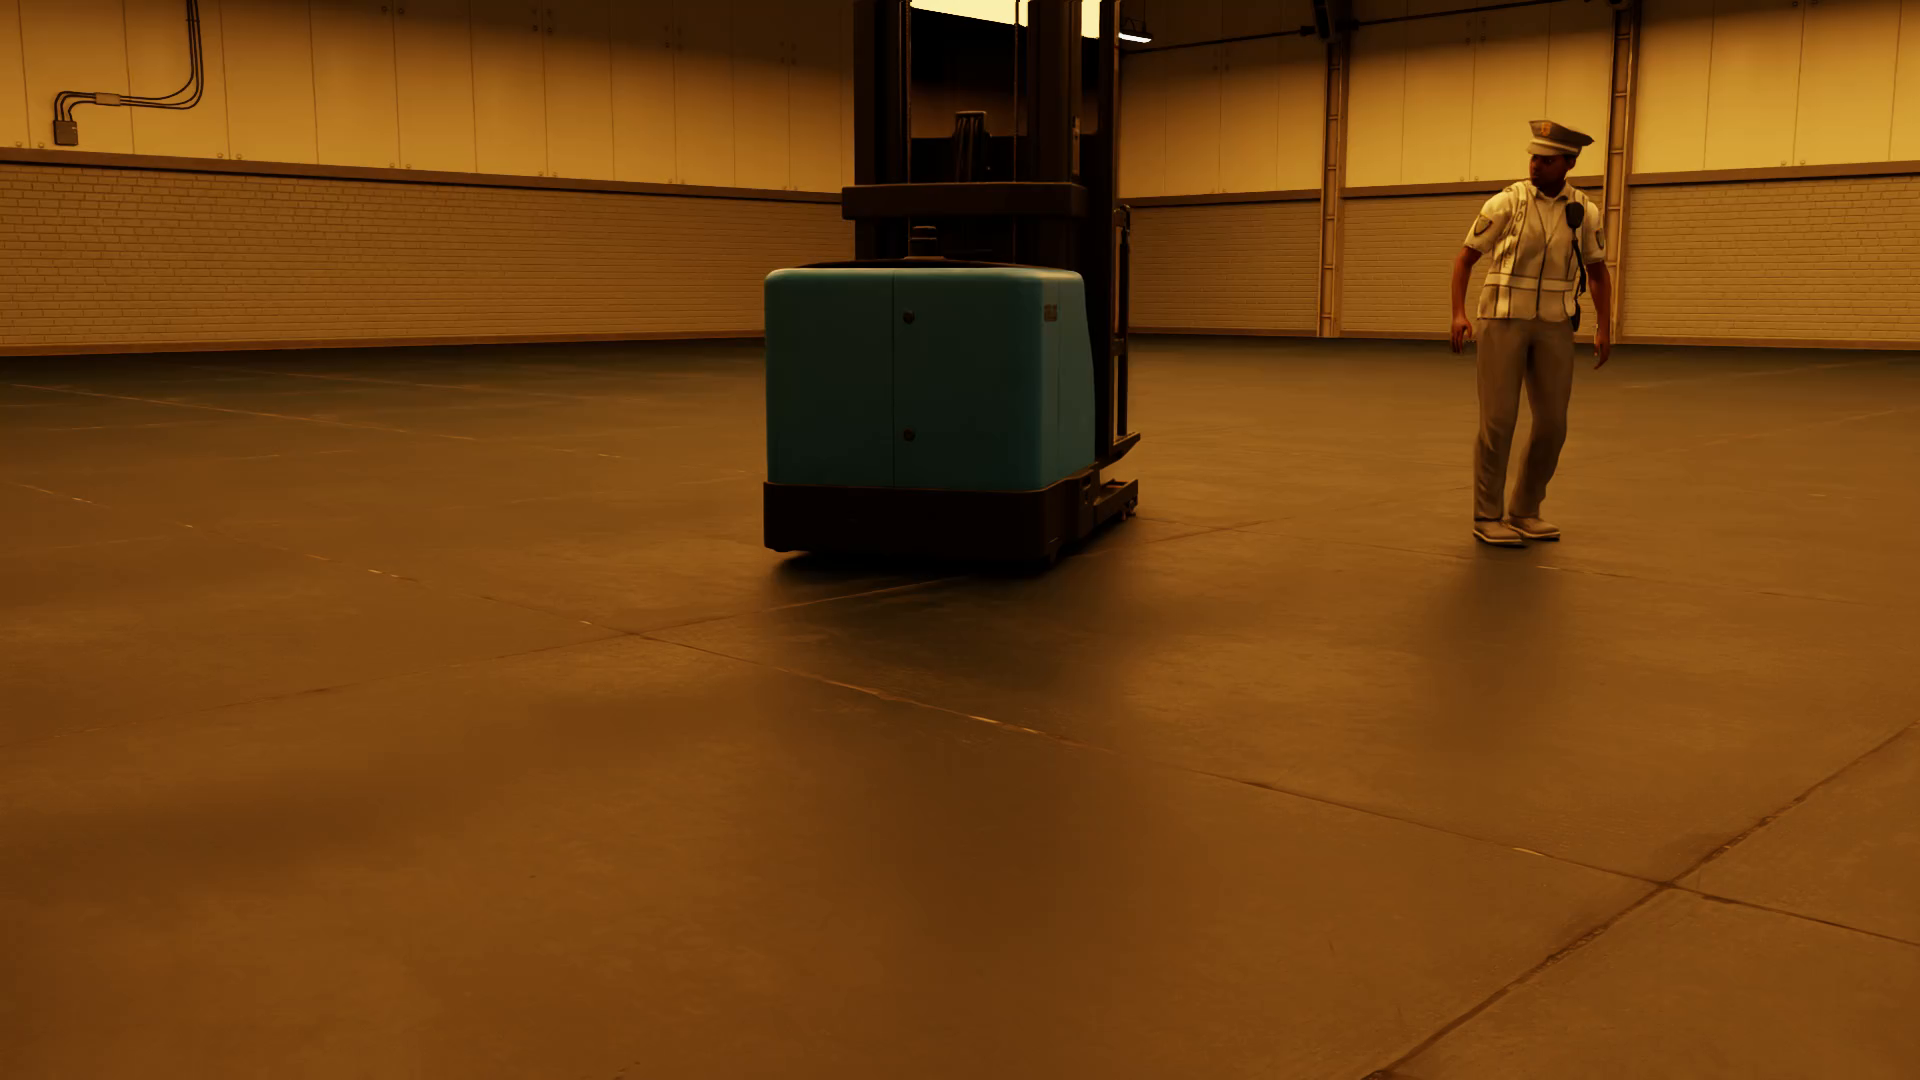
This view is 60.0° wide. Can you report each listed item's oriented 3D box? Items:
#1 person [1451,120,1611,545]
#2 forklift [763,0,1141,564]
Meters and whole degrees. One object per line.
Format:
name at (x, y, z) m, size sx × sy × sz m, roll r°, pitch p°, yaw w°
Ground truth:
person at (2.286, -0.820, 6.624) m, size 0.651 × 1.654 × 0.471 m, roll 0°, pitch 9°, yaw -2°
forklift at (0.174, -1.542, 7.112) m, size 1.130 × 2.935 × 3.031 m, roll 2°, pitch 9°, yaw 16°
